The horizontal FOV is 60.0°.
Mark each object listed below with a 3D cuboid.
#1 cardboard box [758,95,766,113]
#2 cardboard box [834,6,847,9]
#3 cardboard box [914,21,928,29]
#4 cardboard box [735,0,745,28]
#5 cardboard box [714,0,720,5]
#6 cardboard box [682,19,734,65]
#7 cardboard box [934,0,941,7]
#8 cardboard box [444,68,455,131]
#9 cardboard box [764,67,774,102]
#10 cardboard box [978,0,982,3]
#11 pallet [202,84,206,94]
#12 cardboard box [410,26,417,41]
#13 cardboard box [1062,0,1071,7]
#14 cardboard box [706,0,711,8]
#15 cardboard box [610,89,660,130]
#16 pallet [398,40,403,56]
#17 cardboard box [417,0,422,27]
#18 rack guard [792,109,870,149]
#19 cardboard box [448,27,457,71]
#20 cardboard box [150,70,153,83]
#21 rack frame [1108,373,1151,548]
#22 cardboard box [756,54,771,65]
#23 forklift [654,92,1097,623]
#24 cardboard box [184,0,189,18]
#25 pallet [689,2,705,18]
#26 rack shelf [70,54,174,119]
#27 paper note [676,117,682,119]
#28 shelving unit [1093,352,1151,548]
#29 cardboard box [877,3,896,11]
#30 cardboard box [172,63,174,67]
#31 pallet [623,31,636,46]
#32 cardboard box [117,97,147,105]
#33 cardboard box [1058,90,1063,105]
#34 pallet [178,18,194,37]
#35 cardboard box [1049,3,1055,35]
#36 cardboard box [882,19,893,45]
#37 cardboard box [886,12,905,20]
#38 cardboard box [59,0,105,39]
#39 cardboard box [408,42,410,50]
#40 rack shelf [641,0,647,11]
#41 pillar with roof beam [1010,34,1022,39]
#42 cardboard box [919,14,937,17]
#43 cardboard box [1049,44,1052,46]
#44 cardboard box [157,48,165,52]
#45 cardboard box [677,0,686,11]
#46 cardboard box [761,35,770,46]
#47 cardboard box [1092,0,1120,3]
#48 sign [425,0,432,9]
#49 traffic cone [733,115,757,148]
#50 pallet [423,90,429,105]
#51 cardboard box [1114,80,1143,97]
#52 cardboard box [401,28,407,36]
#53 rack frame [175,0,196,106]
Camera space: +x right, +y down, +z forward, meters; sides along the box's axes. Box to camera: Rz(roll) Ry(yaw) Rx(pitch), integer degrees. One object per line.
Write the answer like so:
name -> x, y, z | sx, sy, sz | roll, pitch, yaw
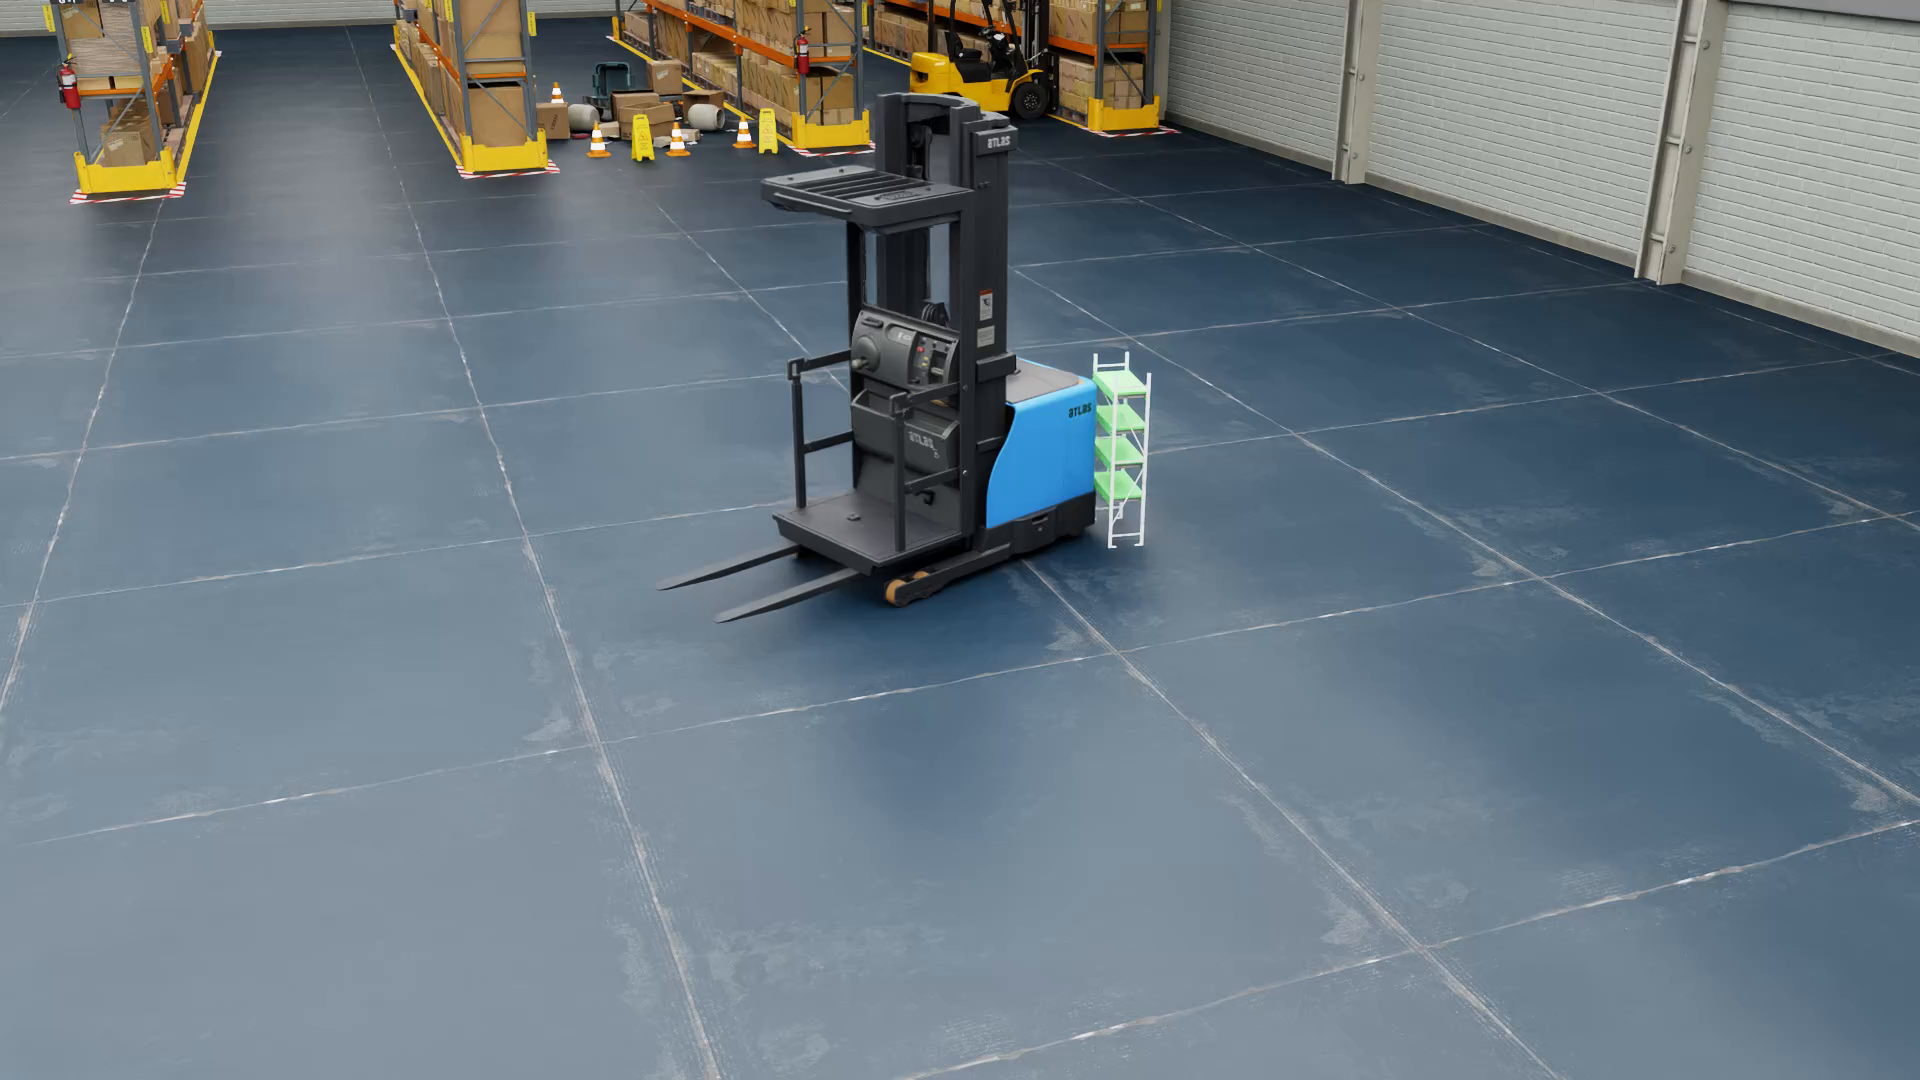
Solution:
cardboard box -> -3.034, -7.230, 27.541 | 0.500, 0.250, 0.500 | -9, 24, -20
cardboard box -> -2.059, -8.068, 26.017 | 0.500, 0.500, 0.500 | -8, 24, -17
cardboard box -> -0.738, -10.758, 34.754 | 0.380, 0.149, 0.250 | -9, 25, -21
cardboard box -> -3.484, -8.925, 28.051 | 0.500, 0.500, 0.500 | -8, 24, -19
cardboard box -> -4.109, -9.821, 29.637 | 0.500, 0.500, 0.500 | -7, 24, -17
cardboard box -> -4.958, -9.870, 33.000 | 0.875, 0.875, 0.875 | -9, 24, -19
cardboard box -> -0.221, -10.812, 33.233 | 0.500, 0.250, 0.500 | -8, 24, -19
cardboard box -> -7.495, -6.873, 25.890 | 0.875, 0.875, 0.875 | -8, 24, -19
cardboard box -> -2.852, -7.387, 26.949 | 0.500, 0.500, 0.500 | -9, 24, -20
cardboard box -> 0.663, -10.113, 30.931 | 0.500, 0.250, 0.500 | -9, 24, -20
pallet -> -14.698, -8.488, 31.117 | 1.003, 0.211, 1.213 | -8, 24, -19
cardboard box -> -10.595, -10.020, 32.874 | 0.500, 0.250, 0.500 | -8, 24, -18
cardboard box -> 1.924, -8.975, 27.718 | 0.380, 0.149, 0.250 | -9, 25, -21
cardboard box -> -4.493, -9.935, 30.742 | 0.380, 0.149, 0.250 | -7, 24, -16
cardboard box -> -5.292, -7.028, 27.102 | 0.797, 0.637, 0.503 | -8, 24, -19
pallet -> -11.932, -10.972, 37.009 | 1.003, 0.211, 1.213 | -8, 24, -19
cardboard box -> -9.298, -9.339, 29.417 | 0.500, 0.500, 0.500 | -9, 24, -19
rack guard -> -1.992, -6.362, 25.701 | 1.175, 0.500, 0.348 | -8, 24, -19
cardboard box -> -6.949, -7.165, 24.195 | 0.875, 0.550, 0.550 | -8, 24, -19
cardboard box -> -11.259, -6.334, 22.738 | 0.380, 0.149, 0.250 | -8, 24, -19
rack frame -> 1.110, -0.510, 10.916 | 0.240, 1.200, 0.015 | -4, 23, -10
cardboard box -> -3.153, -7.922, 27.382 | 0.380, 0.149, 0.250 | -7, 24, -16
forklift -> -0.504, -1.164, 10.238 | 3.031, 2.935, 1.130 | -20, 30, -39
cardboard box -> -14.523, -9.848, 30.625 | 0.500, 0.500, 0.500 | -8, 24, -19
pallet -> -4.440, -10.061, 31.504 | 1.213, 0.211, 1.003 | -8, 24, -19
rack shelf -> -11.943, -6.522, 23.788 | 1.077, 0.370, 4.000 | -8, 24, -19
paper note -> -4.787, -7.145, 28.163 | 0.148, 0.019, 0.142 | -8, 24, -19
shelving unit -> 1.062, -0.603, 11.136 | 0.258, 1.200, 0.503 | -4, 23, -10
cardboard box -> -1.628, -11.848, 36.958 | 0.380, 0.149, 0.250 | -9, 24, -20
cardboard box -> -13.798, -8.191, 28.507 | 0.500, 0.250, 0.500 | -7, 24, -17
pallet -> -7.262, -11.735, 38.821 | 1.003, 0.211, 1.213 | -8, 24, -19
cardboard box -> -12.546, -6.471, 25.419 | 0.500, 0.500, 0.500 | -9, 25, -21
cardboard box -> 1.880, -7.588, 28.390 | 0.500, 0.250, 0.500 | -8, 24, -18
pallet -> -13.711, -8.701, 28.278 | 1.213, 0.211, 1.003 | -8, 24, -19
cardboard box -> 1.714, -8.915, 28.410 | 0.500, 0.500, 0.500 | -8, 24, -19
cardboard box -> -1.405, -11.172, 36.572 | 0.500, 0.500, 0.500 | -9, 24, -20
cardboard box -> -1.413, -11.521, 36.565 | 0.380, 0.149, 0.250 | -10, 25, -22
cardboard box -> -11.662, -6.937, 22.047 | 0.500, 0.500, 0.500 | -8, 24, -19
cardboard box -> -11.208, -10.218, 34.379 | 0.380, 0.149, 0.250 | -8, 24, -18
rack shelf -> -6.911, -12.242, 37.359 | 1.077, 0.370, 4.000 | -8, 24, -19
pillar with roof beam -> -2.873, -12.899, 30.269 | 9.100, 9.000, 0.400 | -8, 24, -19
cardboard box -> -0.665, -11.311, 36.067 | 0.380, 0.149, 0.250 | -8, 24, -18
cardboard box -> 1.619, -8.857, 30.115 | 0.500, 0.250, 0.500 | -8, 24, -18
cardboard box -> -12.219, -7.334, 25.113 | 0.380, 0.149, 0.250 | -8, 24, -19
cardboard box -> -5.213, -10.472, 32.427 | 0.500, 0.250, 0.500 | -9, 25, -21
cardboard box -> -3.009, -8.112, 26.957 | 0.380, 0.149, 0.250 | -8, 24, -19
cardboard box -> 2.353, -8.752, 26.806 | 0.380, 0.149, 0.250 | -8, 24, -19
sign -> -8.478, -8.643, 26.506 | 0.100, 0.325, 0.005 | -8, 24, -19
traffic cone -> -3.324, -6.297, 25.594 | 0.336, 0.463, 0.334 | -8, 24, -19
pallet -> -9.179, -8.096, 30.186 | 1.003, 0.211, 1.213 | -8, 24, -19
cardboard box -> 2.705, -7.525, 27.598 | 0.500, 0.250, 0.500 | -8, 24, -18
cardboard box -> -11.698, -10.842, 35.476 | 0.380, 0.149, 0.250 | -9, 25, -21
rack frame -> -14.063, -9.034, 28.821 | 1.000, 3.000, 0.127 | -8, 24, -19
